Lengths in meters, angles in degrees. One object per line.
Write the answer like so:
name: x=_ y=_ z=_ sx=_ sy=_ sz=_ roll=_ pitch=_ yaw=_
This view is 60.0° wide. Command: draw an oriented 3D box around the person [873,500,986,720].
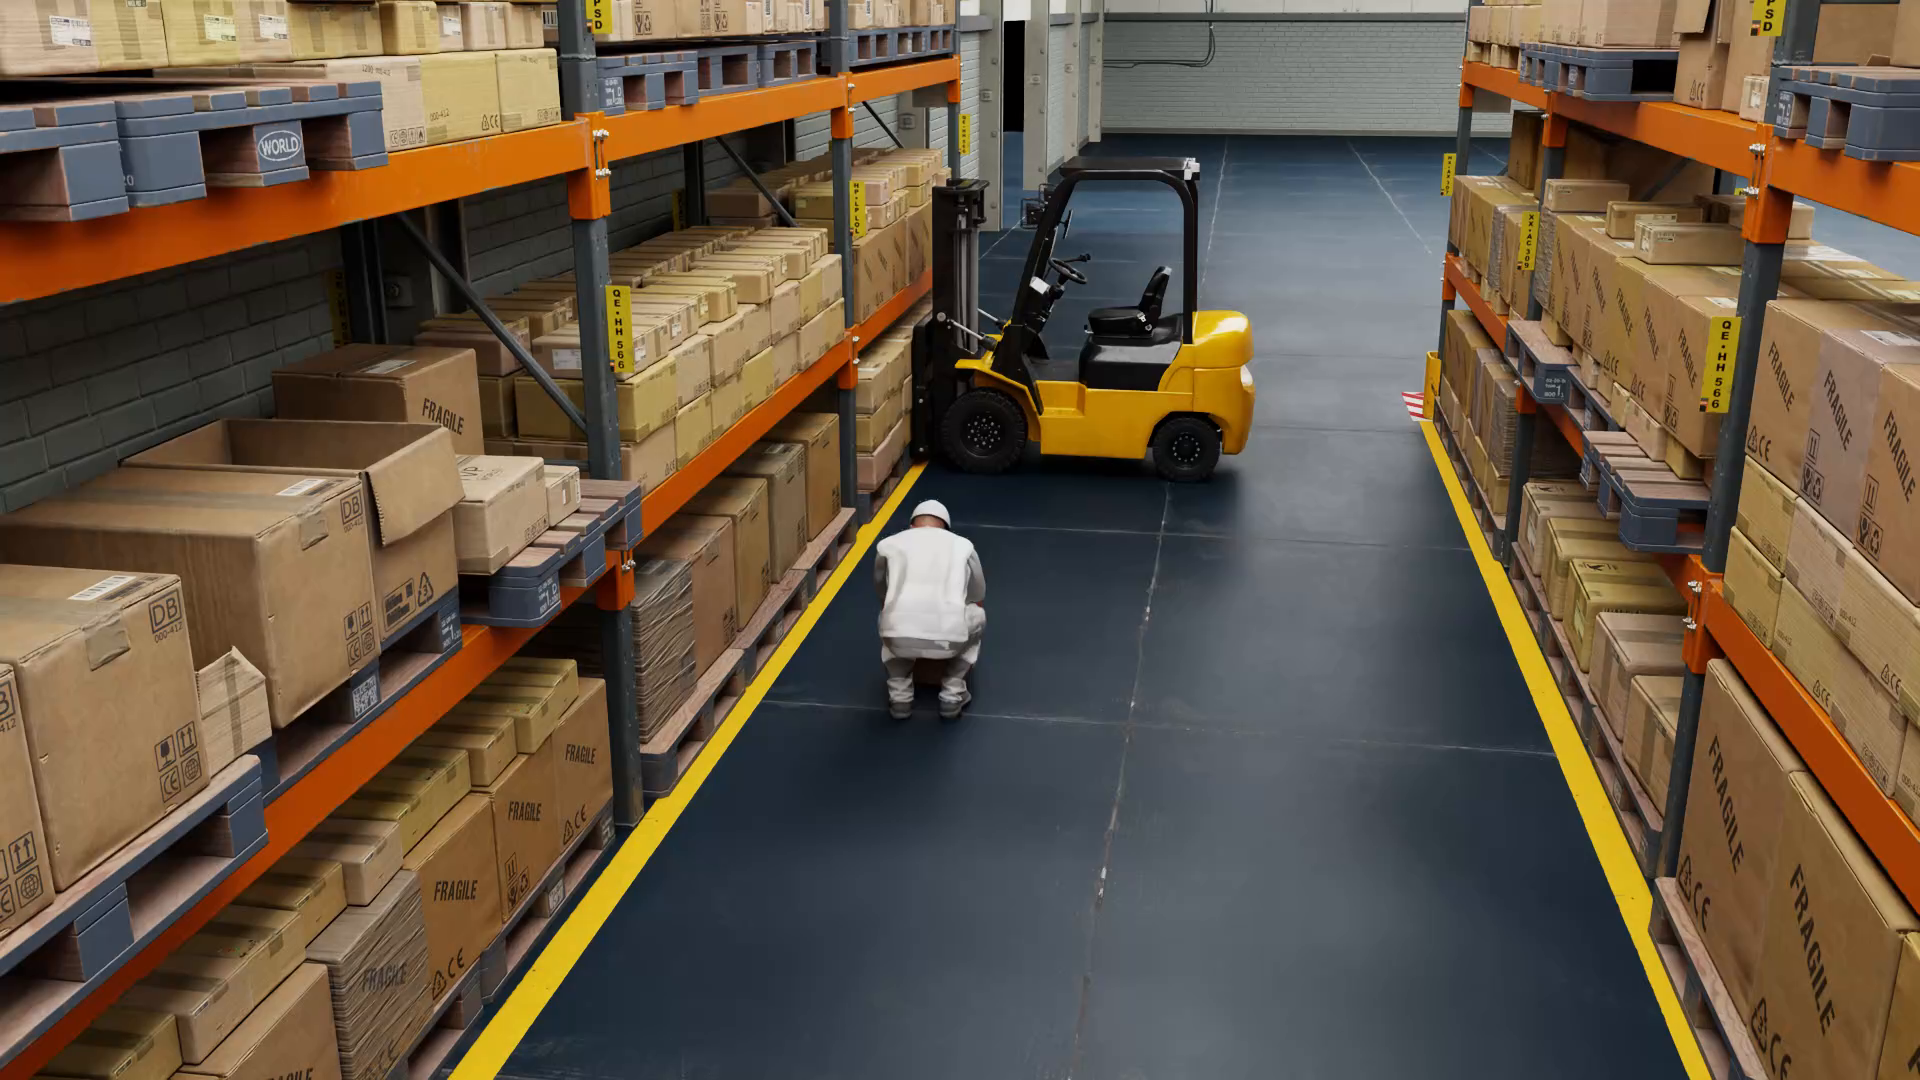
person: x=-0.156 y=0.340 z=7.904 sx=0.567 sy=0.909 sz=0.885 roll=3 pitch=18 yaw=9
